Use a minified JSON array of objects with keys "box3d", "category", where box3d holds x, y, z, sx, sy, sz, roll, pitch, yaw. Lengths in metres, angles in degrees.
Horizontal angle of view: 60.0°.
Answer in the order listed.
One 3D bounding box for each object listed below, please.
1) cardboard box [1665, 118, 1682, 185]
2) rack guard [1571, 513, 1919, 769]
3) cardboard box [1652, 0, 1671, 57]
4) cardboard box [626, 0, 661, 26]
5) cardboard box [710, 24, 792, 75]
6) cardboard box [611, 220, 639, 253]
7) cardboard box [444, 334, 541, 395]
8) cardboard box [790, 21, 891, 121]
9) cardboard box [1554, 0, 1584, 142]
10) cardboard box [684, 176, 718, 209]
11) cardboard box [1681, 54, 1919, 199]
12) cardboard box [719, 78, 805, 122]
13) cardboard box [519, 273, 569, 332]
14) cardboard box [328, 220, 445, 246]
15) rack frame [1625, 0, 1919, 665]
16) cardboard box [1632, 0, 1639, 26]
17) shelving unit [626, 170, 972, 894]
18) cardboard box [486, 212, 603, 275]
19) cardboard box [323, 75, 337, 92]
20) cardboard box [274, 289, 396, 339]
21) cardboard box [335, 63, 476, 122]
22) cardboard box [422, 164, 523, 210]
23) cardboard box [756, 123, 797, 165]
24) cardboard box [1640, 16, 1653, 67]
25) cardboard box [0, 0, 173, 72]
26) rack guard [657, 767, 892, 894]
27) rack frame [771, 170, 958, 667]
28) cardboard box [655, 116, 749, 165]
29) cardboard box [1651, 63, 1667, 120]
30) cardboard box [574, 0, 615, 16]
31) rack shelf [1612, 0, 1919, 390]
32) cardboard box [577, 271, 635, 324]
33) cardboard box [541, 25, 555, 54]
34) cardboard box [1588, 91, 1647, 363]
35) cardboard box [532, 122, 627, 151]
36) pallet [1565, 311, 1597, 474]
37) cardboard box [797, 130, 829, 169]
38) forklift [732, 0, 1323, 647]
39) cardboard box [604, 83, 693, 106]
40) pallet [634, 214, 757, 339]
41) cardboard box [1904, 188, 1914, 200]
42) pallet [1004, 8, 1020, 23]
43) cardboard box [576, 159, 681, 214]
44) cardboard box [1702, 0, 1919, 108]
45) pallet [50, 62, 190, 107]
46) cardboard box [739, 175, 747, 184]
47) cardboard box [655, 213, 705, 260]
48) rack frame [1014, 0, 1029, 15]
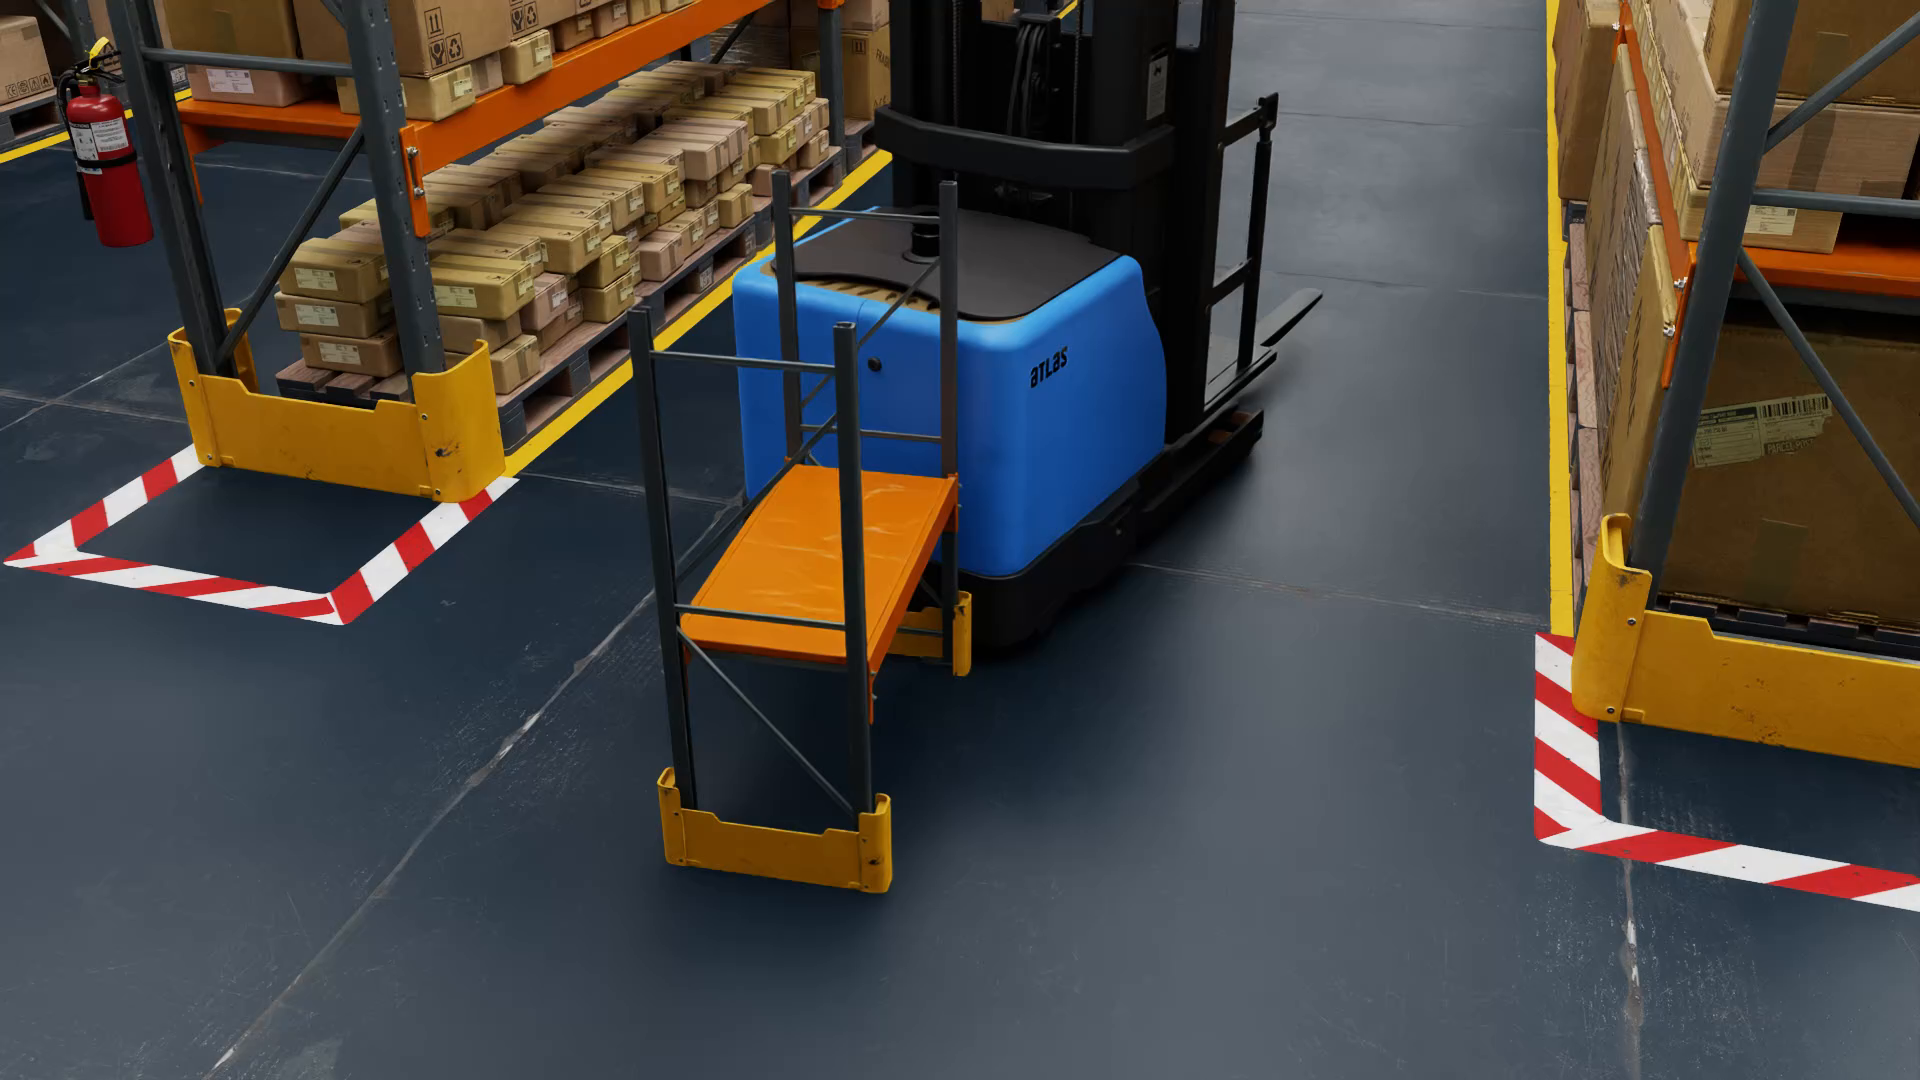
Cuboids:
[{"box3d":[2.337,-1.148,4.987,0.380,0.149,0.250,9,30,15],"category":"cardboard box"},{"box3d":[2.390,0.296,4.704,1.175,0.500,0.348,8,30,15],"category":"rack guard"},{"box3d":[2.733,-1.850,5.838,0.500,0.250,0.500,9,30,15],"category":"cardboard box"},{"box3d":[-1.497,-2.289,7.037,0.380,0.149,0.250,10,30,17],"category":"cardboard box"},{"box3d":[-1.164,-2.892,10.003,0.500,0.500,0.500,8,30,14],"category":"cardboard box"},{"box3d":[-1.628,-1.323,7.237,0.380,0.149,0.250,7,30,12],"category":"cardboard box"},{"box3d":[-1.855,-0.698,6.419,0.380,0.149,0.250,9,30,16],"category":"cardboard box"},{"box3d":[-0.670,-2.818,9.869,0.500,0.500,0.500,10,31,17],"category":"cardboard box"},{"box3d":[4.002,-2.637,9.159,1.225,0.875,0.875,7,30,13],"category":"cardboard box"},{"box3d":[-1.380,-1.697,7.910,0.380,0.149,0.250,7,30,12],"category":"cardboard box"},{"box3d":[2.286,-1.135,4.553,0.500,0.250,0.500,8,30,14],"category":"cardboard box"},{"box3d":[-1.033,-2.292,8.673,0.380,0.149,0.250,9,30,15],"category":"cardboard box"},{"box3d":[-1.781,-0.956,6.578,0.380,0.149,0.250,8,30,15],"category":"cardboard box"},{"box3d":[-2.273,-1.151,6.622,0.380,0.149,0.250,9,30,16],"category":"cardboard box"},{"box3d":[2.397,-0.808,4.116,1.000,3.000,0.127,8,30,15],"category":"rack frame"},{"box3d":[3.013,-2.222,6.917,0.380,0.149,0.250,9,30,17],"category":"cardboard box"},{"box3d":[-0.361,-0.054,4.304,0.587,1.500,1.083,6,30,10],"category":"shelving unit"},{"box3d":[-1.674,-1.199,6.708,0.380,0.149,0.250,8,30,15],"category":"cardboard box"},{"box3d":[-2.380,-1.755,6.077,0.380,0.149,0.250,8,30,15],"category":"cardboard box"},{"box3d":[-2.433,-0.916,6.506,0.380,0.149,0.250,8,30,14],"category":"cardboard box"},{"box3d":[-1.906,-1.556,5.720,0.380,0.149,0.250,8,30,14],"category":"cardboard box"},{"box3d":[-2.156,-1.533,7.309,0.380,0.149,0.250,10,31,17],"category":"cardboard box"},{"box3d":[-1.058,-2.043,8.531,0.380,0.149,0.250,7,30,13],"category":"cardboard box"},{"box3d":[2.787,-1.864,6.274,0.380,0.149,0.250,9,30,15],"category":"cardboard box"},{"box3d":[-5.797,-3.635,10.953,0.875,0.875,0.875,9,30,16],"category":"cardboard box"},{"box3d":[-0.464,0.729,4.182,0.587,0.250,0.087,6,30,10],"category":"rack guard"},{"box3d":[-0.254,-0.300,4.746,0.500,1.500,0.032,6,30,10],"category":"rack frame"},{"box3d":[-1.241,-1.927,8.017,0.380,0.149,0.250,7,30,12],"category":"cardboard box"},{"box3d":[2.561,-1.506,5.630,0.380,0.149,0.250,9,30,15],"category":"cardboard box"},{"box3d":[-1.630,-2.383,6.540,0.500,0.500,0.500,9,30,16],"category":"cardboard box"},{"box3d":[2.984,-1.423,5.962,1.077,0.370,4.000,8,30,15],"category":"rack shelf"},{"box3d":[-1.610,-1.051,7.054,0.380,0.149,0.250,9,30,15],"category":"cardboard box"},{"box3d":[-1.796,-1.938,6.406,0.380,0.149,0.250,10,31,17],"category":"cardboard box"},{"box3d":[3.037,-1.208,6.589,0.875,0.875,0.875,8,30,15],"category":"cardboard box"},{"box3d":[-1.813,-1.875,7.923,0.380,0.149,0.250,7,30,13],"category":"cardboard box"},{"box3d":[2.917,-0.537,6.498,1.003,0.211,1.213,8,30,15],"category":"pallet"},{"box3d":[-0.930,-2.128,8.990,0.380,0.149,0.250,9,30,16],"category":"cardboard box"},{"box3d":[0.499,-1.634,5.672,1.130,2.935,3.031,17,33,27],"category":"forklift"},{"box3d":[-1.604,-2.244,8.587,0.380,0.149,0.250,8,30,14],"category":"cardboard box"},{"box3d":[-1.660,-1.317,7.900,1.003,0.211,1.213,8,30,15],"category":"pallet"},{"box3d":[2.966,-1.054,4.818,0.380,0.149,0.250,8,30,14],"category":"cardboard box"},{"box3d":[-0.197,-3.699,12.181,1.003,0.211,1.213,8,30,15],"category":"pallet"},{"box3d":[-1.469,-1.569,7.374,0.380,0.149,0.250,9,30,16],"category":"cardboard box"},{"box3d":[2.289,-1.464,4.372,0.500,0.500,0.500,9,30,15],"category":"cardboard box"},{"box3d":[-5.748,-3.231,11.342,1.003,0.211,1.213,8,30,15],"category":"pallet"},{"box3d":[-1.295,-1.782,8.369,0.380,0.149,0.250,8,30,14],"category":"cardboard box"},{"box3d":[-1.414,-1.419,7.715,0.380,0.149,0.250,9,30,15],"category":"cardboard box"},{"box3d":[0.034,-5.280,12.156,1.000,3.000,0.127,8,30,15],"category":"rack frame"}]
